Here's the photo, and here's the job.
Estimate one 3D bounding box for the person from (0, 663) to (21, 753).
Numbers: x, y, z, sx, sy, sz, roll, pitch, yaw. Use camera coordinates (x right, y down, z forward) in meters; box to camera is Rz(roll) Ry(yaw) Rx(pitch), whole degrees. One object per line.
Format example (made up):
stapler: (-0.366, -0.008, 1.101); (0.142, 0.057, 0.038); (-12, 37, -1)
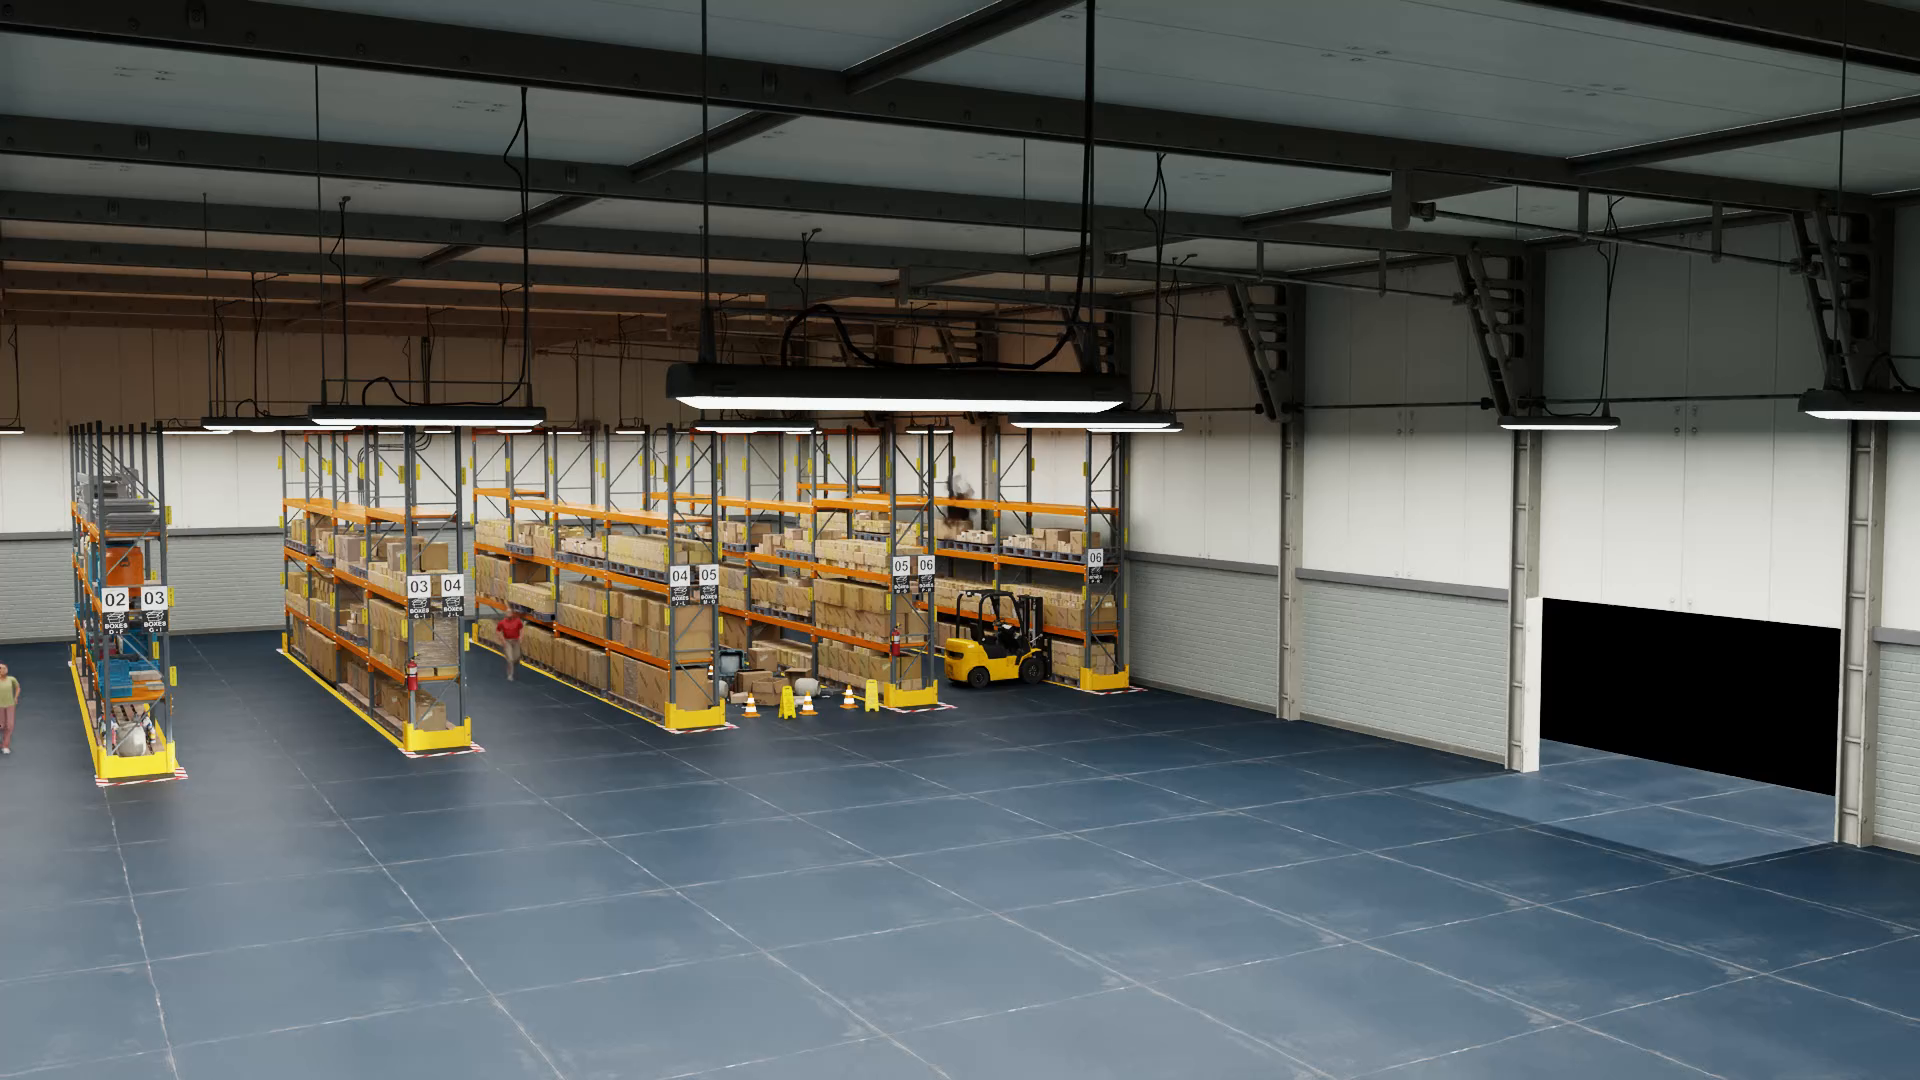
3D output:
person: (-17.438, 3.046, 30.324); (0.588, 1.631, 0.636); (-3, 5, -39)

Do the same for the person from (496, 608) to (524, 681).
person: (-10.630, 2.459, 39.340); (0.661, 1.694, 0.542); (-2, 4, -27)
